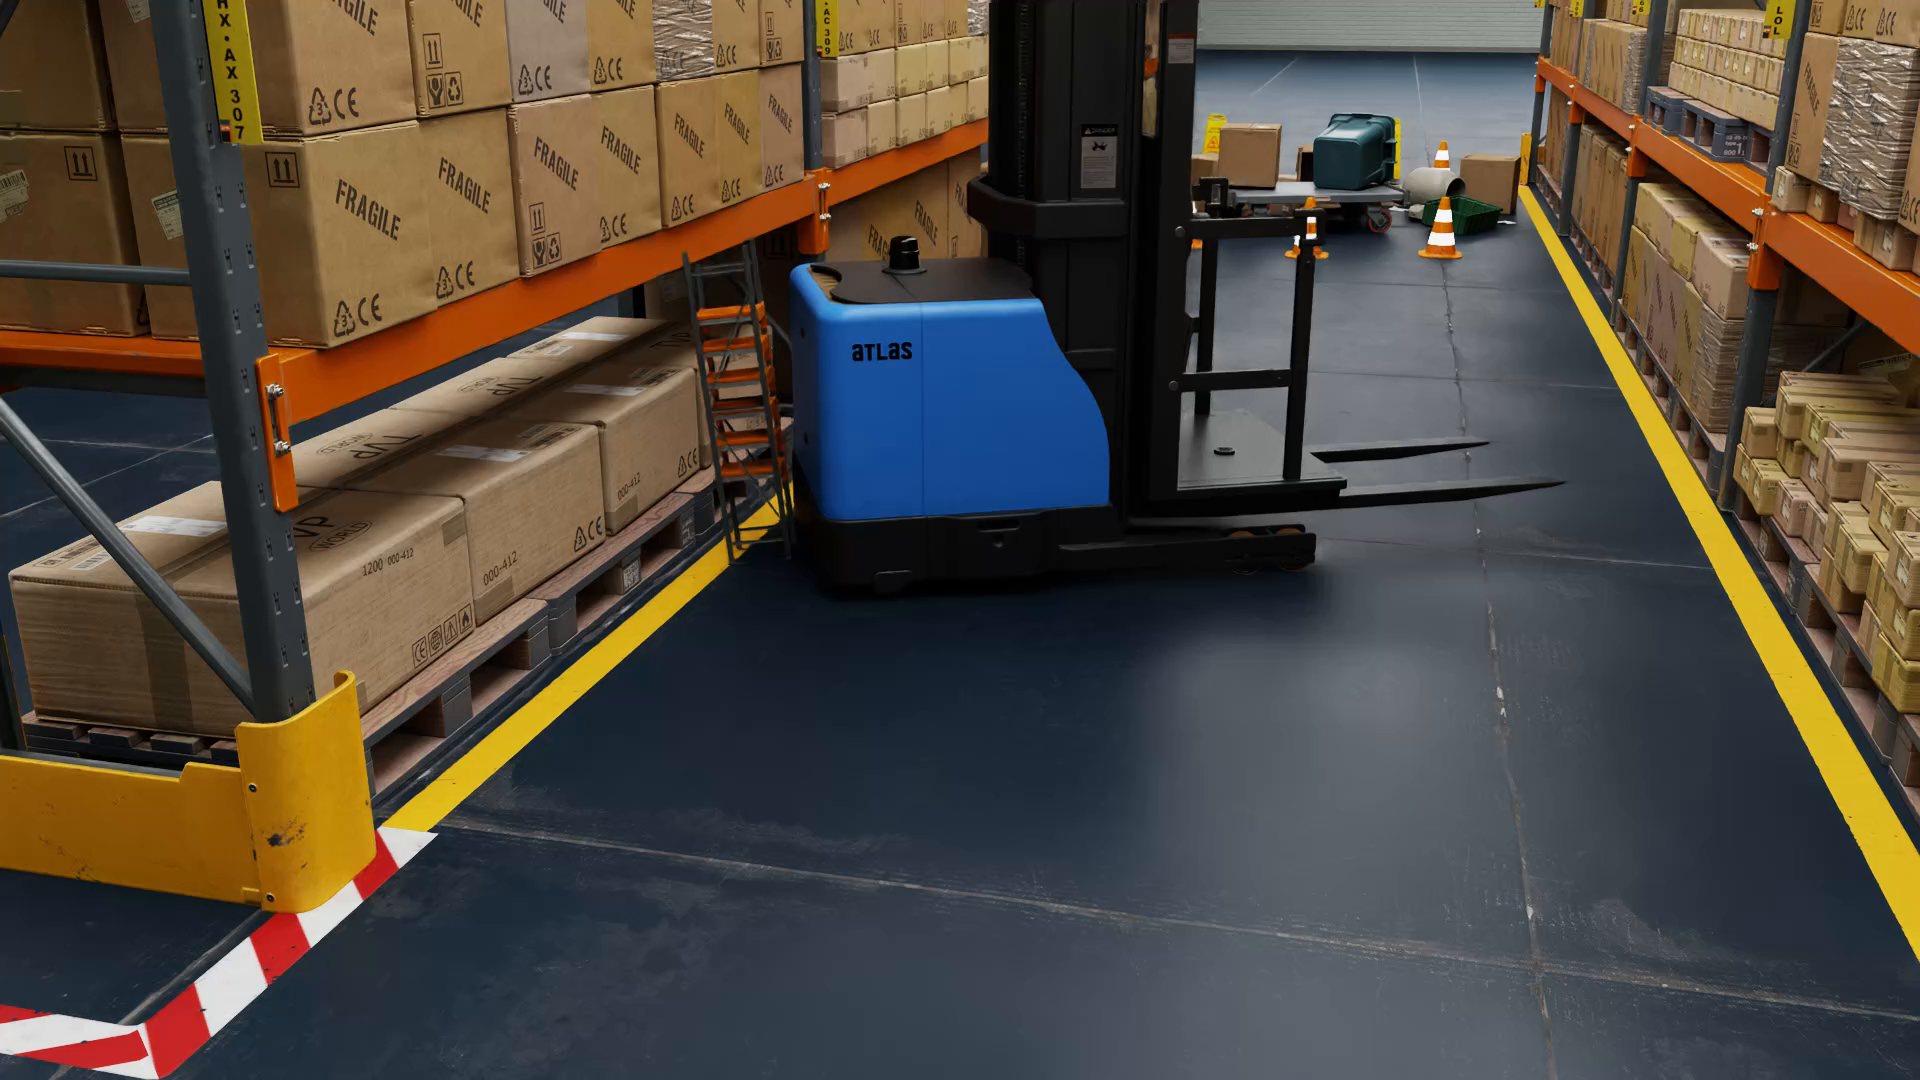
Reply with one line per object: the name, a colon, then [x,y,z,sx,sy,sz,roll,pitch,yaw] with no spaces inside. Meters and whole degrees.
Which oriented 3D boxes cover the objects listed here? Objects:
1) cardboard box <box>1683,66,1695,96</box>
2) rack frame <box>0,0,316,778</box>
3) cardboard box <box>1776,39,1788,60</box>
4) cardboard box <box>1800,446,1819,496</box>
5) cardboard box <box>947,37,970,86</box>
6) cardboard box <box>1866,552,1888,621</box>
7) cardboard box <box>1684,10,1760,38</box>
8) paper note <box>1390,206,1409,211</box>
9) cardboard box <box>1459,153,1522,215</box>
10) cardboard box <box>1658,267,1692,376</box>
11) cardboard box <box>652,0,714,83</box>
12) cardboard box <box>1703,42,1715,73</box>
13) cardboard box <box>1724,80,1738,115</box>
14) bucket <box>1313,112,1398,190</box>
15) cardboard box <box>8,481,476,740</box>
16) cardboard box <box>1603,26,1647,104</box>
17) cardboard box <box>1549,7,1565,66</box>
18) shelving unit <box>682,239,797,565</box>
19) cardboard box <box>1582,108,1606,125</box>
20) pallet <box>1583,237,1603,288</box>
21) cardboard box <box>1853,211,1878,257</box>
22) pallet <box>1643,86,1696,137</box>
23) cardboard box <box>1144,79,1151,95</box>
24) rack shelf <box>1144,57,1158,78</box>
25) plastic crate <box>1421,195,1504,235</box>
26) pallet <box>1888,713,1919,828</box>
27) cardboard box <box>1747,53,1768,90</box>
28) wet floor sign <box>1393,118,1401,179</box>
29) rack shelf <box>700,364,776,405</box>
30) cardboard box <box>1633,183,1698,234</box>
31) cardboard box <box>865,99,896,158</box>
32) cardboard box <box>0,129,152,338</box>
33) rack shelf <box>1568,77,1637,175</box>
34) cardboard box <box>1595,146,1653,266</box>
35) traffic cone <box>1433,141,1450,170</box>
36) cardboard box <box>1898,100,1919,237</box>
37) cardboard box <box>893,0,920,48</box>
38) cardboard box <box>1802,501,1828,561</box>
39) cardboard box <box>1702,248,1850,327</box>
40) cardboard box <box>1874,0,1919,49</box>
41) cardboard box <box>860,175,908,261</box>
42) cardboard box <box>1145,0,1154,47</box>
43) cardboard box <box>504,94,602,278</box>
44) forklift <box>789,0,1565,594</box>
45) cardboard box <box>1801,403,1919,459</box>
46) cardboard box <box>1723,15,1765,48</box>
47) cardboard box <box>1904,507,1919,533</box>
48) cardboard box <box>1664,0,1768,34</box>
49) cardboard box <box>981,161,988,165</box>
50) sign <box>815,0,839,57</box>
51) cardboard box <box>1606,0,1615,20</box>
cardboard box: [4.248,-2.550,9.252,0.380,0.149,0.250,6,20,16]
rack frame: [-2.095,-0.615,3.848,1.000,3.000,0.127,5,19,13]
cardboard box: [3.681,-2.096,7.003,0.380,0.149,0.250,4,19,12]
cardboard box: [3.309,-0.246,6.068,0.380,0.149,0.250,5,19,13]
cardboard box: [-0.239,-2.793,9.683,0.500,0.250,0.500,4,19,12]
cardboard box: [2.902,0.161,4.877,0.380,0.149,0.250,6,20,16]
cardboard box: [4.321,-2.911,9.387,0.380,0.149,0.250,4,19,12]
paper note: [4.219,-3.178,15.958,0.172,0.023,0.155,12,22,32]
cardboard box: [5.046,-3.403,15.873,0.500,0.500,0.500,8,21,23]
cardboard box: [3.899,-1.098,8.480,0.500,0.500,0.500,4,19,12]
cardboard box: [-1.212,-1.901,5.911,0.500,0.500,0.500,5,19,14]
cardboard box: [4.122,-2.522,8.709,0.380,0.149,0.250,5,19,13]
cardboard box: [3.928,-2.138,8.046,0.380,0.149,0.250,6,20,16]
bucket: [3.459,-3.412,14.749,0.726,0.611,0.620,12,32,32]
cardboard box: [-2.030,0.184,4.823,0.875,0.438,0.875,4,19,12]
cardboard box: [4.780,-3.286,11.512,0.500,0.500,0.500,4,19,12]
cardboard box: [6.221,-4.882,16.108,0.875,0.550,0.550,5,19,13]
shelving unit: [-0.825,-0.513,6.291,0.258,1.200,0.189,-5,17,3]
cardboard box: [5.883,-3.402,14.644,0.875,0.875,0.875,5,19,14]
pallet: [5.250,-2.066,12.410,1.003,0.211,1.213,5,19,13]
cardboard box: [3.118,-0.995,5.347,0.380,0.149,0.250,5,19,14]
pallet: [4.614,-2.441,9.489,1.213,0.211,1.003,5,19,13]
cardboard box: [1.783,-4.719,17.303,0.380,0.149,0.250,5,19,14]
rack shelf: [1.326,-4.663,16.811,1.077,0.370,4.000,5,19,13]
plastic crate: [4.434,-2.871,14.715,0.450,0.188,0.662,29,33,36]
pallet: [2.981,0.788,4.054,1.003,0.211,1.213,5,19,13]
cardboard box: [3.802,-2.117,7.523,0.380,0.149,0.250,4,19,12]
wet floor sign: [4.726,-4.322,18.343,0.267,0.644,0.232,1,19,4]
rack shelf: [-0.833,-0.584,6.269,0.258,0.103,0.180,-5,17,3]
cardboard box: [4.281,-1.937,9.775,0.500,0.250,0.500,4,19,11]
cardboard box: [-0.629,-2.077,8.360,0.500,0.250,0.500,4,19,12]
cardboard box: [-2.234,-0.834,4.335,0.500,0.500,0.500,5,19,14]
rack shelf: [5.173,-3.050,12.089,1.077,0.370,4.000,5,19,13]
cardboard box: [5.131,-2.355,11.774,1.050,0.750,0.750,5,19,14]
traffic cone: [5.132,-4.016,17.729,0.336,0.463,0.334,5,19,13]
cardboard box: [2.967,-1.081,4.598,0.500,0.500,0.500,6,20,16]
cardboard box: [-0.509,-2.823,8.611,0.500,0.500,0.500,4,19,12]
cardboard box: [3.218,-0.021,5.871,0.380,0.149,0.250,4,19,12]
cardboard box: [3.644,-1.134,7.423,0.500,0.250,0.500,4,19,12]
cardboard box: [3.096,-1.729,4.948,0.500,0.500,0.500,5,19,14]
cardboard box: [-0.830,-1.546,9.212,0.875,0.875,0.875,5,20,15]
cardboard box: [1.697,-5.313,16.987,0.500,0.500,0.500,5,19,13]
cardboard box: [-1.461,-1.109,5.139,0.500,0.500,0.500,5,19,13]
forklift: [0.885,-1.415,6.295,3.031,2.935,1.130,-4,19,-11]
cardboard box: [3.283,-0.384,6.012,0.380,0.149,0.250,4,19,13]
cardboard box: [4.000,-2.505,8.200,0.380,0.149,0.250,4,19,13]
cardboard box: [2.979,0.023,4.820,0.380,0.149,0.250,4,19,12]
cardboard box: [4.804,-3.424,10.369,0.700,0.500,0.500,5,19,13]
cardboard box: [0.711,-3.167,14.734,0.950,0.372,0.625,5,19,14]
sign: [-0.579,-2.273,7.239,0.100,0.325,0.005,5,19,13]
cardboard box: [5.546,-4.381,13.173,0.700,0.500,0.500,4,19,12]
